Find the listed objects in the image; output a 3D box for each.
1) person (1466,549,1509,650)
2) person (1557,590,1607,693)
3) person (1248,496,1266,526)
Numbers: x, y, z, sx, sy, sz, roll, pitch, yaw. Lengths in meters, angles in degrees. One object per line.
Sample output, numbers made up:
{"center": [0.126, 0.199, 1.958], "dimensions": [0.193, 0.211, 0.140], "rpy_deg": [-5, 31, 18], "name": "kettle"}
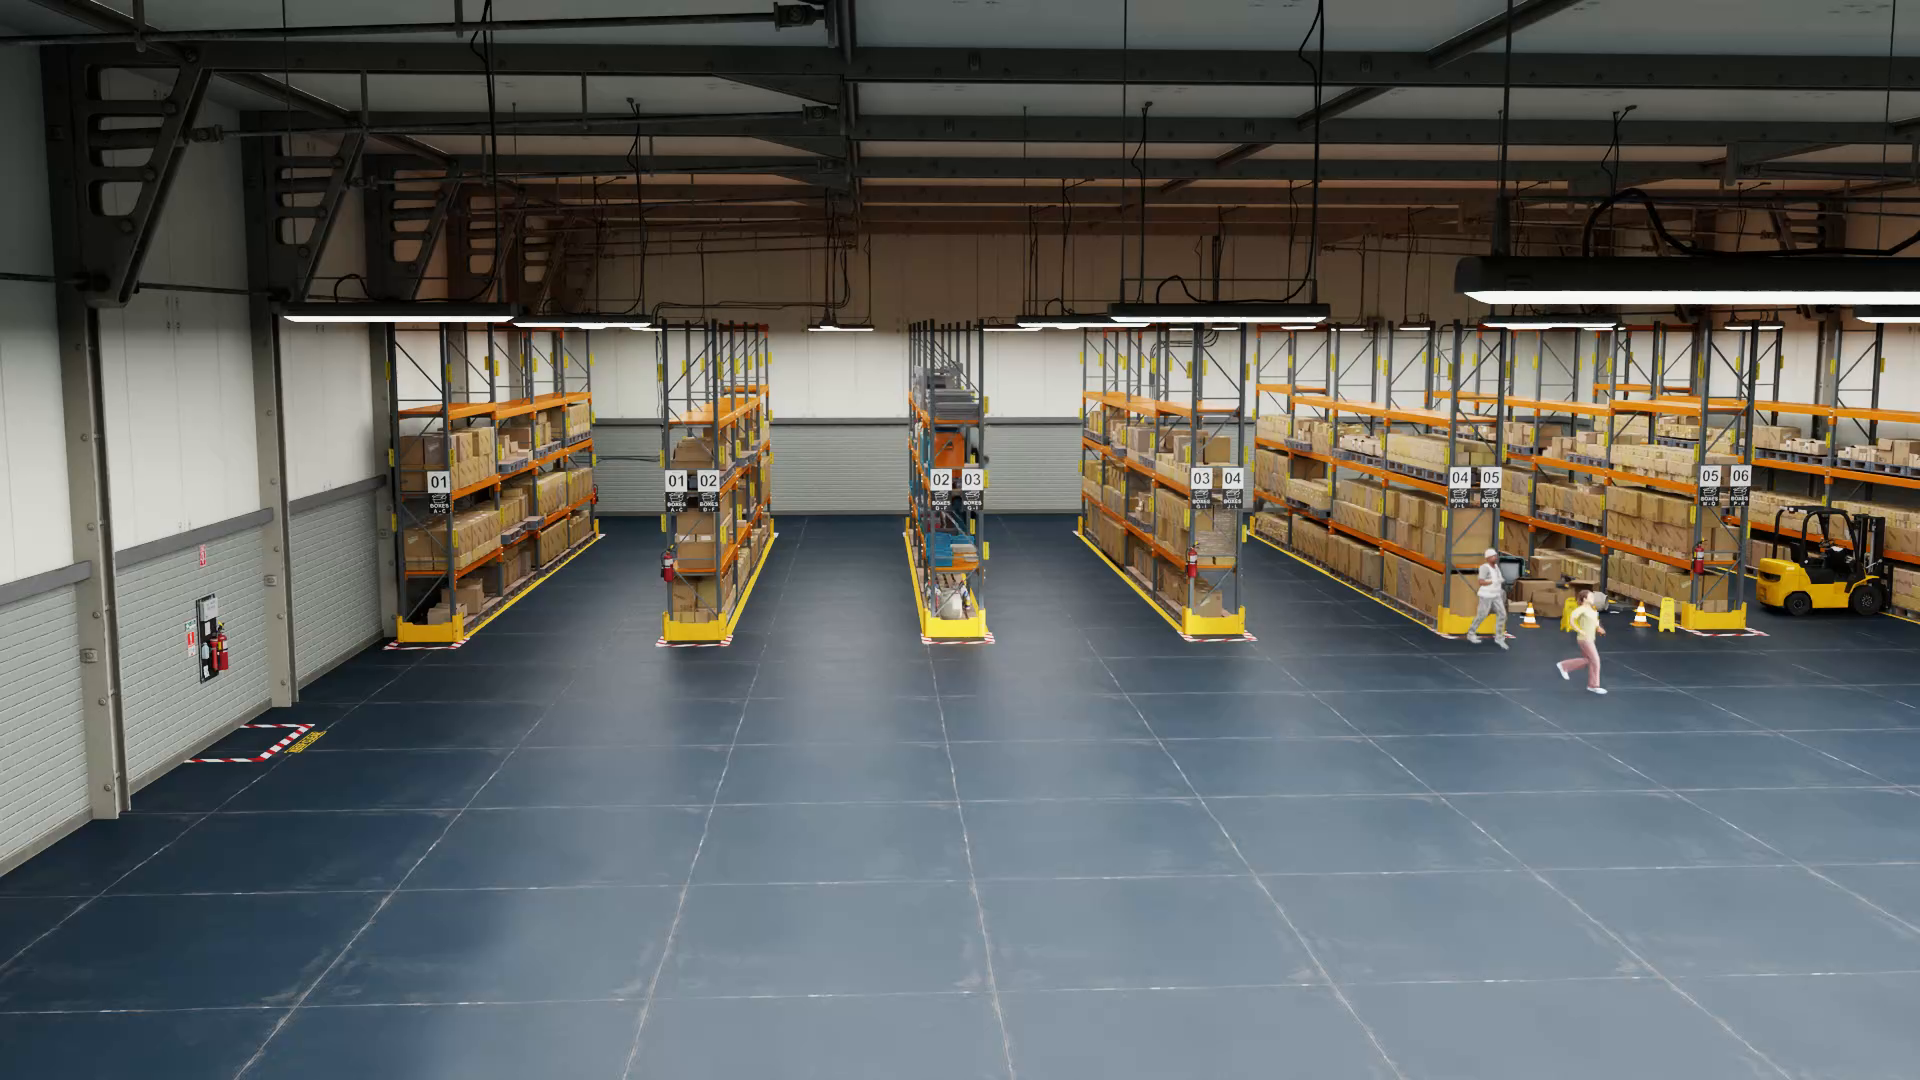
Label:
{"center": [9.673, 1.068, 30.432], "dimensions": [0.672, 1.832, 0.772], "rpy_deg": [-5, 9, -37], "name": "person"}
{"center": [10.036, 1.616, 26.794], "dimensions": [0.808, 1.660, 0.579], "rpy_deg": [5, 9, 37], "name": "person"}
{"center": [8.844, -1.153, 49.302], "dimensions": [0.739, 1.605, 0.710], "rpy_deg": [3, 8, 25], "name": "person"}
